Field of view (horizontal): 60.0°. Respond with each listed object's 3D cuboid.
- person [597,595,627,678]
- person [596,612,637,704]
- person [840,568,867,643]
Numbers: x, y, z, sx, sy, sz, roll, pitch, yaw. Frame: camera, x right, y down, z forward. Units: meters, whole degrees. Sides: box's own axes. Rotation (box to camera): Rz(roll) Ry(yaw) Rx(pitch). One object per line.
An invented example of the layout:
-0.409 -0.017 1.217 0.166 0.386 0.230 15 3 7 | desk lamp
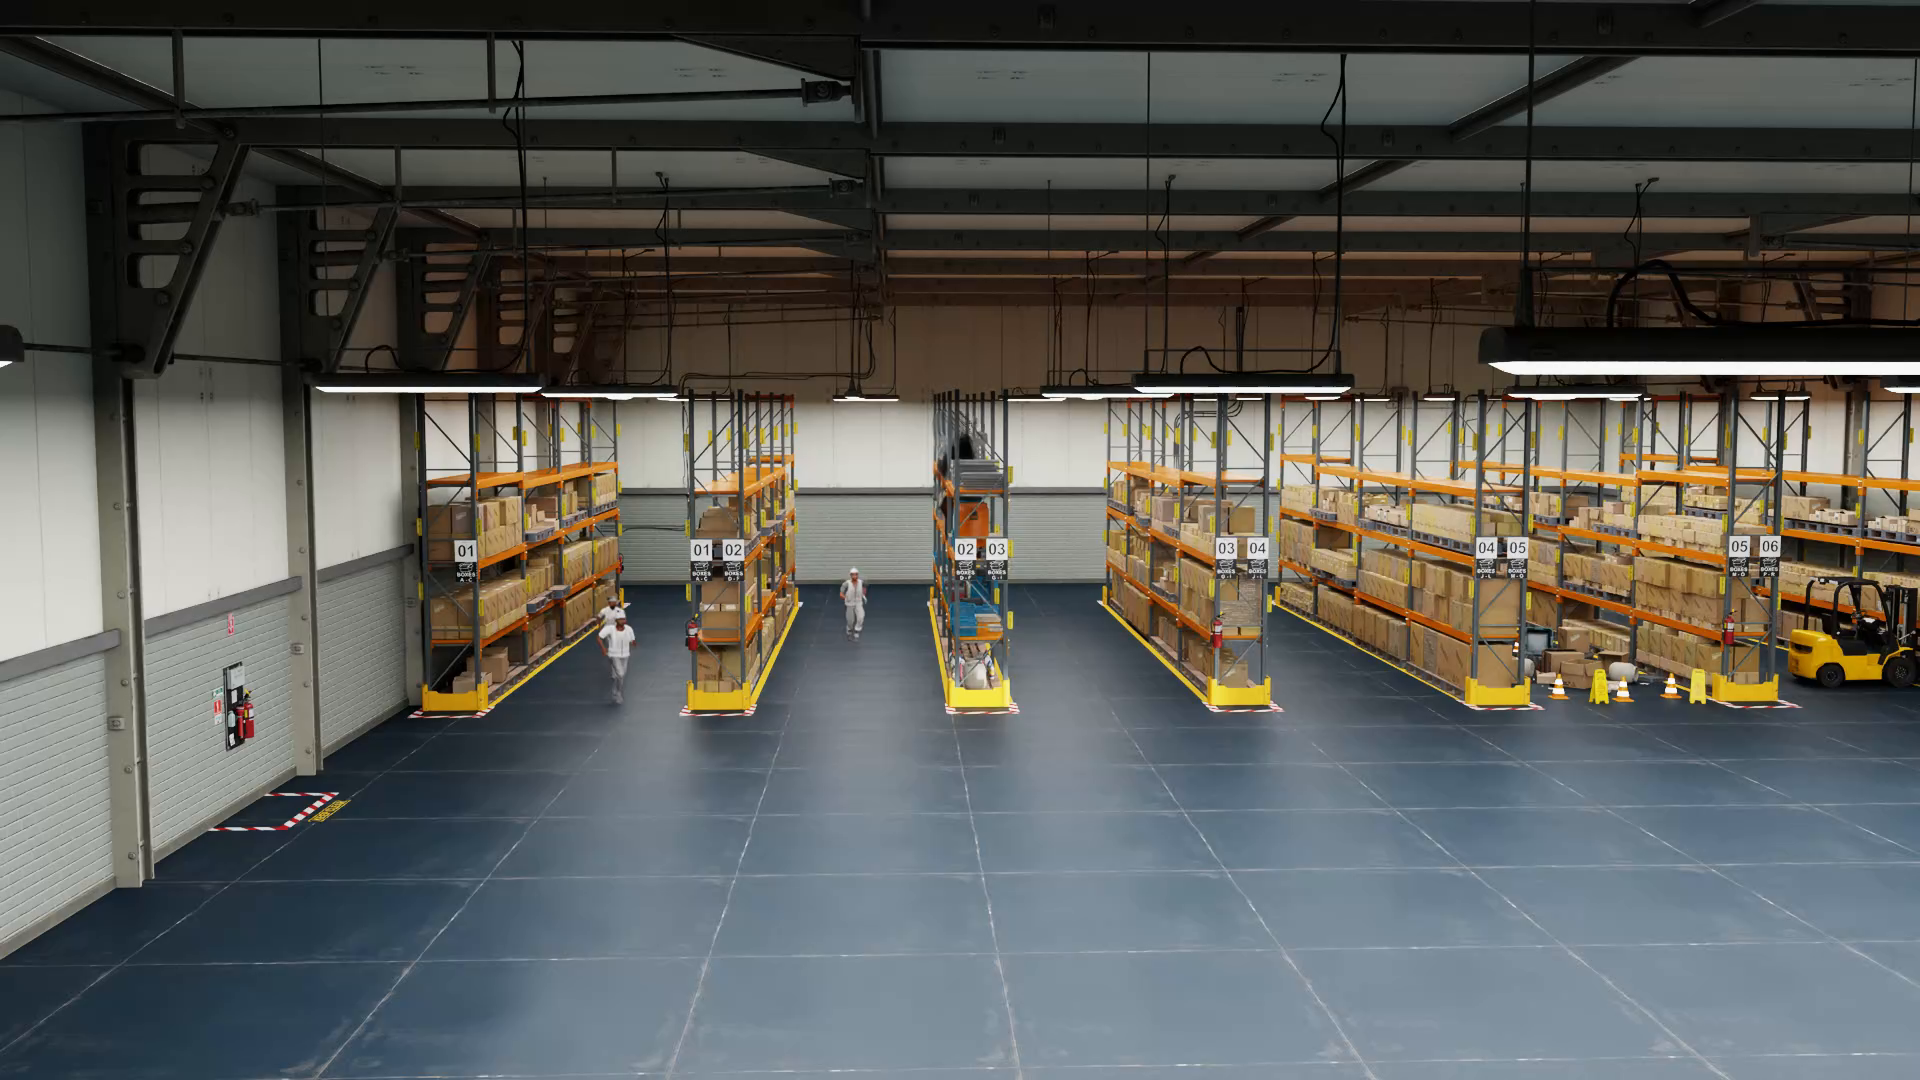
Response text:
-7.328 2.005 35.038 0.558 1.712 0.901 -2 5 -27 | person
-6.538 2.264 31.866 0.697 1.793 0.783 -3 6 -37 | person
-2.451 1.516 38.462 0.662 1.744 0.880 -1 5 -14 | person
